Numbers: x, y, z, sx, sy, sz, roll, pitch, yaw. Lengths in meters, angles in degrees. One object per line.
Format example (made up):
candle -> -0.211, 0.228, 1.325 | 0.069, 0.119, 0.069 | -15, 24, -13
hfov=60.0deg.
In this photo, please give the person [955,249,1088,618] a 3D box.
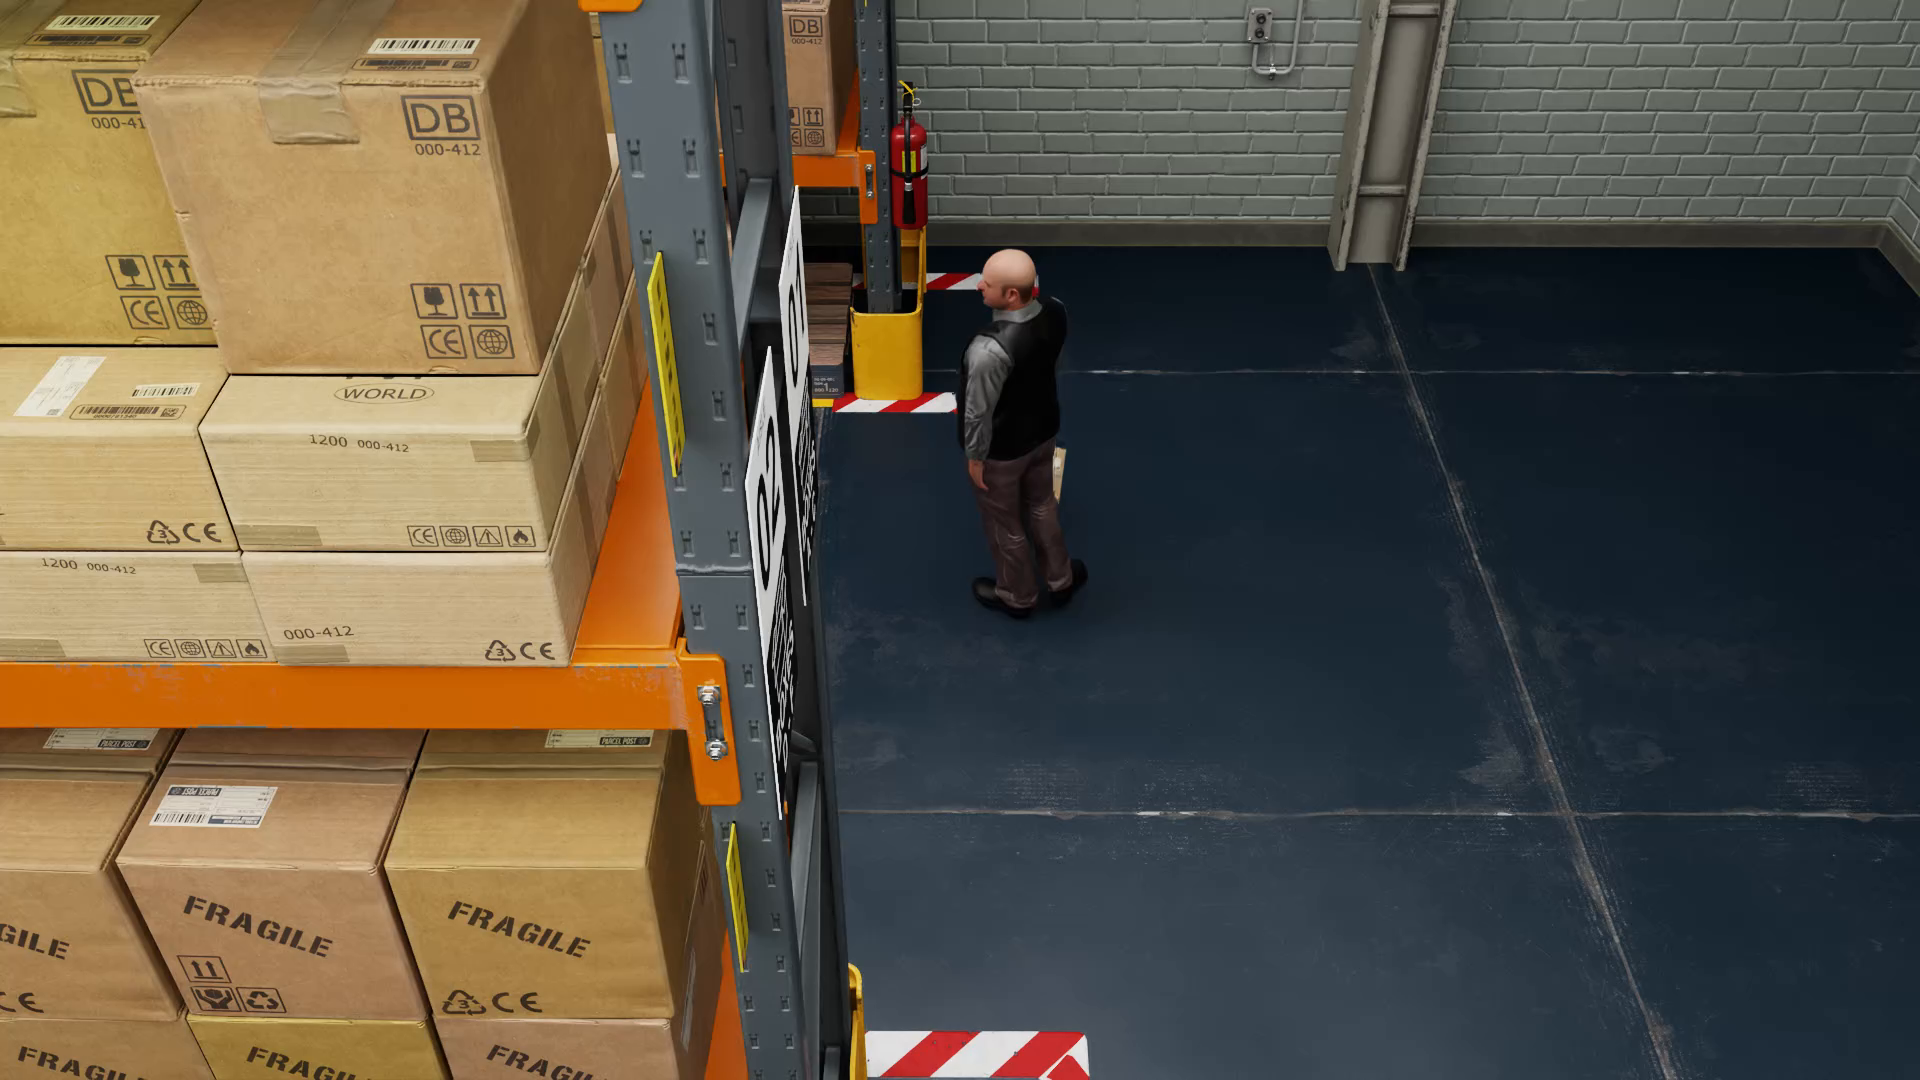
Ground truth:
person -> 0.246, -0.426, 6.674 | 0.418, 1.723, 0.678 | 31, 49, 32
